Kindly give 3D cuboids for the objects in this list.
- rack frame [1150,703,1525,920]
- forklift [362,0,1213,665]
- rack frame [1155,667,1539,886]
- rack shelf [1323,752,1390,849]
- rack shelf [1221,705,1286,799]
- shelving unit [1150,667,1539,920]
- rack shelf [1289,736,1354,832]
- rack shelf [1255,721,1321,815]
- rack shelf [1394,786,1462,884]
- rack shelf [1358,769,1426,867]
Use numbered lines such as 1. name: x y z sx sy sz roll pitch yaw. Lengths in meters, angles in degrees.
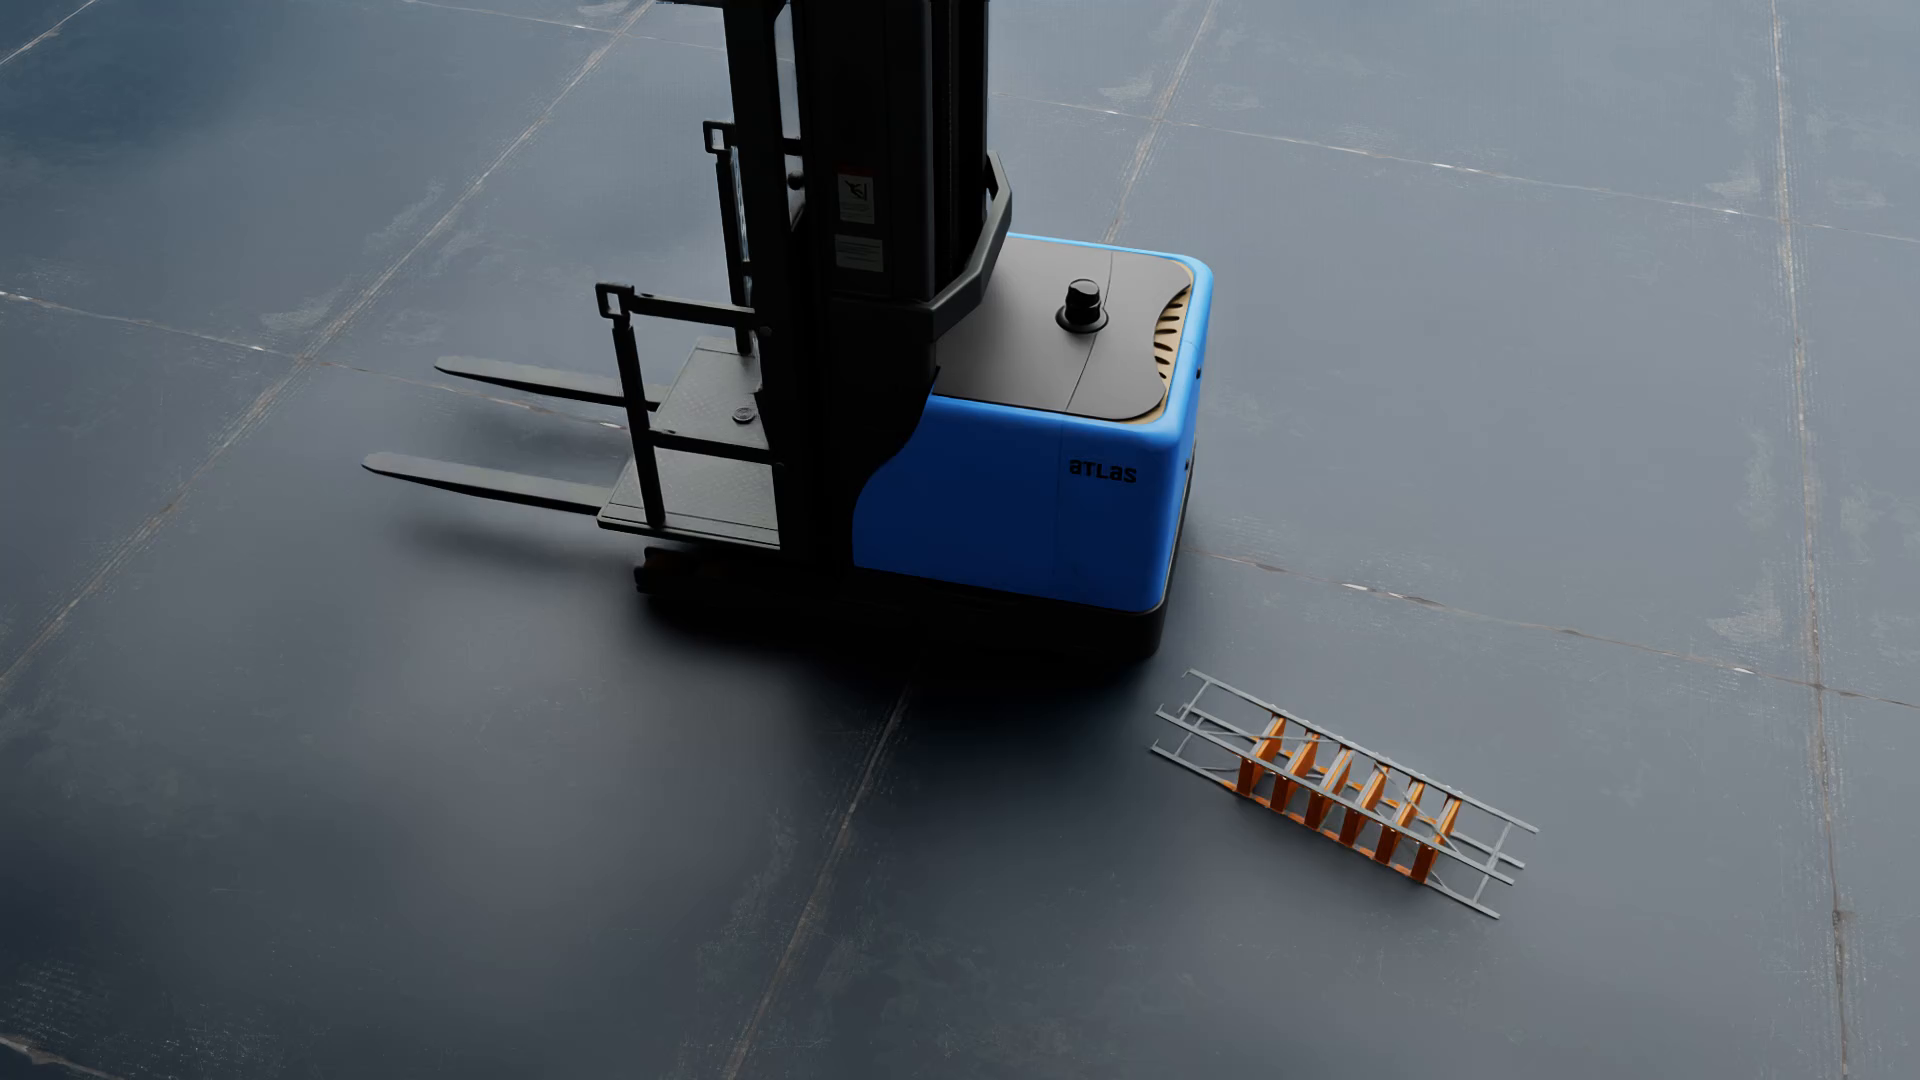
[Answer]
1. rack frame: 1.201 0.856 5.368 1.200 0.006 0.240 25 49 23
2. forklift: -0.691 -1.156 5.335 3.031 2.935 1.130 9 45 9
3. rack frame: 1.201 0.725 5.240 1.200 0.006 0.240 25 49 23
4. rack shelf: 1.264 0.820 5.274 0.103 0.180 0.258 25 49 23
5. rack shelf: 0.963 0.682 5.415 0.103 0.180 0.258 25 49 23
6. shelving unit: 1.201 0.791 5.304 1.200 0.189 0.258 25 49 23
7. rack shelf: 1.164 0.774 5.321 0.103 0.180 0.258 25 49 23
8. rack shelf: 1.063 0.728 5.368 0.103 0.180 0.258 25 49 23
9. rack shelf: 1.465 0.911 5.180 0.103 0.180 0.258 25 49 23
10. rack shelf: 1.364 0.866 5.227 0.103 0.180 0.258 25 49 23
